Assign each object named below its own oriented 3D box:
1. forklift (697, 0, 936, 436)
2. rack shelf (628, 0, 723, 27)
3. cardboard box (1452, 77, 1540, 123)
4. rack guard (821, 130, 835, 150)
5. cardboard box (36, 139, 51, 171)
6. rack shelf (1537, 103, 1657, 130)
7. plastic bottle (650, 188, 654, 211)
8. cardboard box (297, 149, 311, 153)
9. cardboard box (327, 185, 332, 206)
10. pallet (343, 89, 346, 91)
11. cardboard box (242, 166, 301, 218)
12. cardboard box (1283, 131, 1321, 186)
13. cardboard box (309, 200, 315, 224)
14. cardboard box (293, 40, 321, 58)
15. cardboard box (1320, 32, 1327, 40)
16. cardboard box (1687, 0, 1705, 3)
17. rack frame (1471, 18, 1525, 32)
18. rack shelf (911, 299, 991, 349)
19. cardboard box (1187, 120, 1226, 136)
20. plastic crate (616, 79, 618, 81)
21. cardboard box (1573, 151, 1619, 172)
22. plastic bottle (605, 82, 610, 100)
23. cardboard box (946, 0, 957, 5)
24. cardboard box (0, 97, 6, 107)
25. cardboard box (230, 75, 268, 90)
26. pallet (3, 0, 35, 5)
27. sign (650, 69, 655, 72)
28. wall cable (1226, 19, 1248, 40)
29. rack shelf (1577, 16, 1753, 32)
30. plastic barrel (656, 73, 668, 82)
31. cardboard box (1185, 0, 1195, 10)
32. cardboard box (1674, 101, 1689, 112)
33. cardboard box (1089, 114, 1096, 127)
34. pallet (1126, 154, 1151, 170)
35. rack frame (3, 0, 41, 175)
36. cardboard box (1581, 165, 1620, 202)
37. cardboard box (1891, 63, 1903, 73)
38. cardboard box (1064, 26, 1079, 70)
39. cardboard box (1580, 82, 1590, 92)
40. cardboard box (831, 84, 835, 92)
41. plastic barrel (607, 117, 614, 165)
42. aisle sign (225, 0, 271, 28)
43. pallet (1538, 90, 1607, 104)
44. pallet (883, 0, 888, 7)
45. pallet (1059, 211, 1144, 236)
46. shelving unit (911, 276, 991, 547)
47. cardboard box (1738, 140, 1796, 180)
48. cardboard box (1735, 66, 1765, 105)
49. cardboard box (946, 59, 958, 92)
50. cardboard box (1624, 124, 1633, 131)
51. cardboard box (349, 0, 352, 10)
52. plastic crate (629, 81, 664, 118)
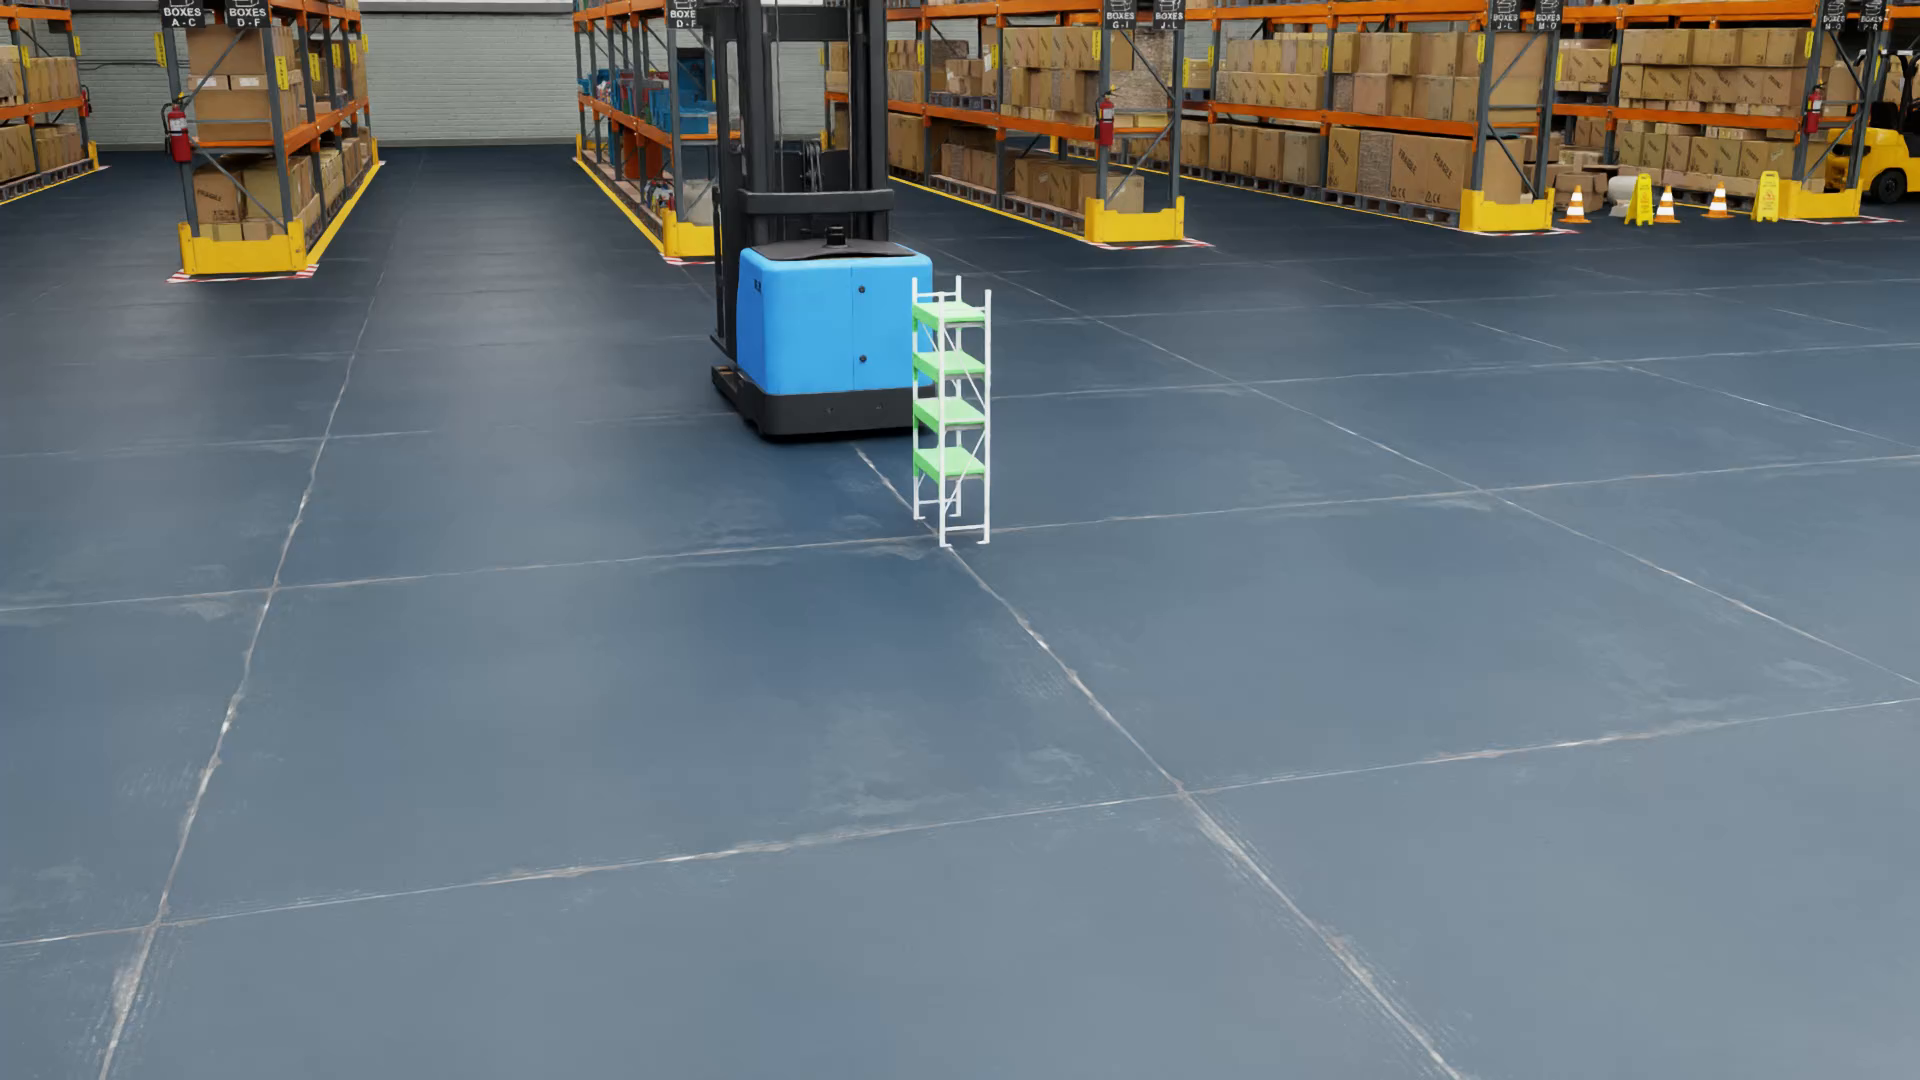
[{"bbox_3d":[-1.068,-2.402,10.854,1.130,2.935,3.031,-5,17,-16],"label":"forklift"},{"bbox_3d":[-3.203,-6.280,19.682,1.077,0.370,4.000,-5,17,-15],"label":"rack shelf"},{"bbox_3d":[6.761,-5.562,20.992,0.875,0.550,0.550,-5,17,-15],"label":"cardboard box"},{"bbox_3d":[-2.294,-8.262,34.587,1.175,0.500,0.348,-5,17,-15],"label":"rack guard"},{"bbox_3d":[-15.583,-6.390,27.626,0.700,0.500,0.500,-4,17,-15],"label":"cardboard box"},{"bbox_3d":[9.989,-7.125,27.709,1.077,0.370,4.000,-5,17,-15],"label":"rack shelf"},{"bbox_3d":[-3.872,-4.294,20.990,0.061,0.283,0.133,-4,17,-13],"label":"plastic bottle"},{"bbox_3d":[-10.098,-5.711,25.330,0.500,0.500,0.500,-4,17,-13],"label":"cardboard box"},{"bbox_3d":[-8.528,-4.508,21.794,0.500,0.250,0.500,-4,17,-14],"label":"cardboard box"},{"bbox_3d":[-10.600,-7.242,27.181,1.003,0.211,1.213,-5,17,-15],"label":"pallet"},{"bbox_3d":[-7.489,-3.792,18.107,0.500,0.500,0.500,-5,17,-15],"label":"cardboard box"},{"bbox_3d":[5.550,-5.785,25.179,1.050,0.750,0.750,-5,17,-16],"label":"cardboard box"},{"bbox_3d":[-7.899,-3.848,19.597,0.500,0.250,0.500,-5,17,-15],"label":"cardboard box"},{"bbox_3d":[-11.102,-8.210,28.157,0.500,0.500,0.500,-5,17,-15],"label":"cardboard box"},{"bbox_3d":[7.659,-10.385,34.272,0.380,0.149,0.250,-5,17,-16],"label":"cardboard box"},{"bbox_3d":[10.658,-7.764,23.806,0.380,0.149,0.250,-5,17,-16],"label":"cardboard box"},{"bbox_3d":[9.439,-8.023,29.447,1.000,3.000,0.127,-5,17,-15],"label":"rack frame"},{"bbox_3d":[-0.045,-1.019,7.812,0.258,0.148,0.480,-5,17,-15],"label":"rack shelf"},{"bbox_3d":[4.267,-7.135,28.803,0.500,0.250,0.500,-5,17,-17],"label":"cardboard box"},{"bbox_3d":[-6.193,-8.363,30.681,0.437,0.282,0.530,-5,17,-15],"label":"plastic crate"},{"bbox_3d":[10.392,-6.004,26.563,0.950,0.372,0.625,-4,17,-15],"label":"cardboard box"},{"bbox_3d":[-5.691,-7.266,27.012,0.144,0.351,0.185,-5,17,-15],"label":"plastic bottle"},{"bbox_3d":[0.086,-8.171,24.985,0.500,0.250,0.500,-4,17,-14],"label":"cardboard box"},{"bbox_3d":[-14.859,-6.705,25.460,0.380,0.149,0.250,-5,17,-15],"label":"cardboard box"},{"bbox_3d":[-7.317,-4.728,17.178,0.380,0.149,0.250,-5,17,-16],"label":"cardboard box"},{"bbox_3d":[-15.691,-8.792,26.948,1.003,0.211,1.213,-5,17,-15],"label":"pallet"},{"bbox_3d":[-5.421,-8.130,29.322,0.100,0.325,0.005,-5,17,-15],"label":"sign"},{"bbox_3d":[7.029,-12.396,42.238,0.588,1.984,0.122,-5,17,-15],"label":"wall cable"},{"bbox_3d":[13.661,-10.062,32.270,1.077,0.370,4.000,-5,17,-15],"label":"rack shelf"},{"bbox_3d":[-4.125,-6.411,23.845,0.433,0.535,0.433,0,17,0],"label":"plastic barrel"},{"bbox_3d":[4.156,-9.363,28.521,0.500,0.500,0.500,-5,17,-15],"label":"cardboard box"},{"bbox_3d":[10.659,-6.329,24.245,0.380,0.149,0.250,-5,17,-15],"label":"cardboard box"},{"bbox_3d":[1.764,-5.038,19.946,0.380,0.149,0.250,-5,17,-15],"label":"cardboard box"},{"bbox_3d":[3.824,-7.159,31.419,1.003,0.211,1.213,-5,17,-15],"label":"pallet"},{"bbox_3d":[-15.476,-7.171,26.611,1.000,3.000,0.127,-5,17,-15],"label":"rack frame"},{"bbox_3d":[9.525,-5.317,24.778,0.500,0.500,0.500,7,18,23],"label":"cardboard box"},{"bbox_3d":[15.145,-7.560,26.603,0.380,0.149,0.250,-5,17,-16],"label":"cardboard box"},{"bbox_3d":[1.578,-5.966,20.171,0.500,0.500,0.500,-5,17,-15],"label":"cardboard box"},{"bbox_3d":[10.076,-7.192,26.388,0.380,0.149,0.250,-5,17,-17],"label":"cardboard box"},{"bbox_3d":[-2.365,-9.066,33.356,0.380,0.149,0.250,-5,17,-17],"label":"cardboard box"},{"bbox_3d":[-5.818,-6.999,28.954,0.600,0.901,0.708,-5,17,-15],"label":"plastic barrel"},{"bbox_3d":[-7.104,-5.495,16.514,0.394,0.787,0.004,-5,17,-15],"label":"aisle sign"},{"bbox_3d":[10.023,-7.387,27.662,1.003,0.211,1.213,-5,17,-15],"label":"pallet"},{"bbox_3d":[-0.889,-9.441,29.287,0.805,0.209,1.217,-5,18,-17],"label":"pallet"},{"bbox_3d":[1.899,-3.940,20.700,1.003,0.211,1.213,-5,17,-15],"label":"pallet"},{"bbox_3d":[-0.045,-0.620,7.932,0.258,1.200,0.503,-5,17,-15],"label":"shelving unit"},{"bbox_3d":[11.167,-5.254,22.976,0.500,0.500,0.500,-5,17,-15],"label":"cardboard box"},{"bbox_3d":[11.090,-6.268,22.912,0.500,0.500,0.500,-5,17,-15],"label":"cardboard box"},{"bbox_3d":[0.098,-7.342,26.277,0.500,0.500,0.500,-7,18,-22],"label":"cardboard box"},{"bbox_3d":[13.453,-7.946,32.807,0.500,0.500,0.500,-5,18,-17],"label":"cardboard box"},{"bbox_3d":[-10.880,-9.360,28.943,0.500,0.250,0.500,-5,17,-15],"label":"cardboard box"},{"bbox_3d":[-4.180,-5.882,22.208,0.402,0.464,0.583,-5,17,-15],"label":"plastic crate"}]
